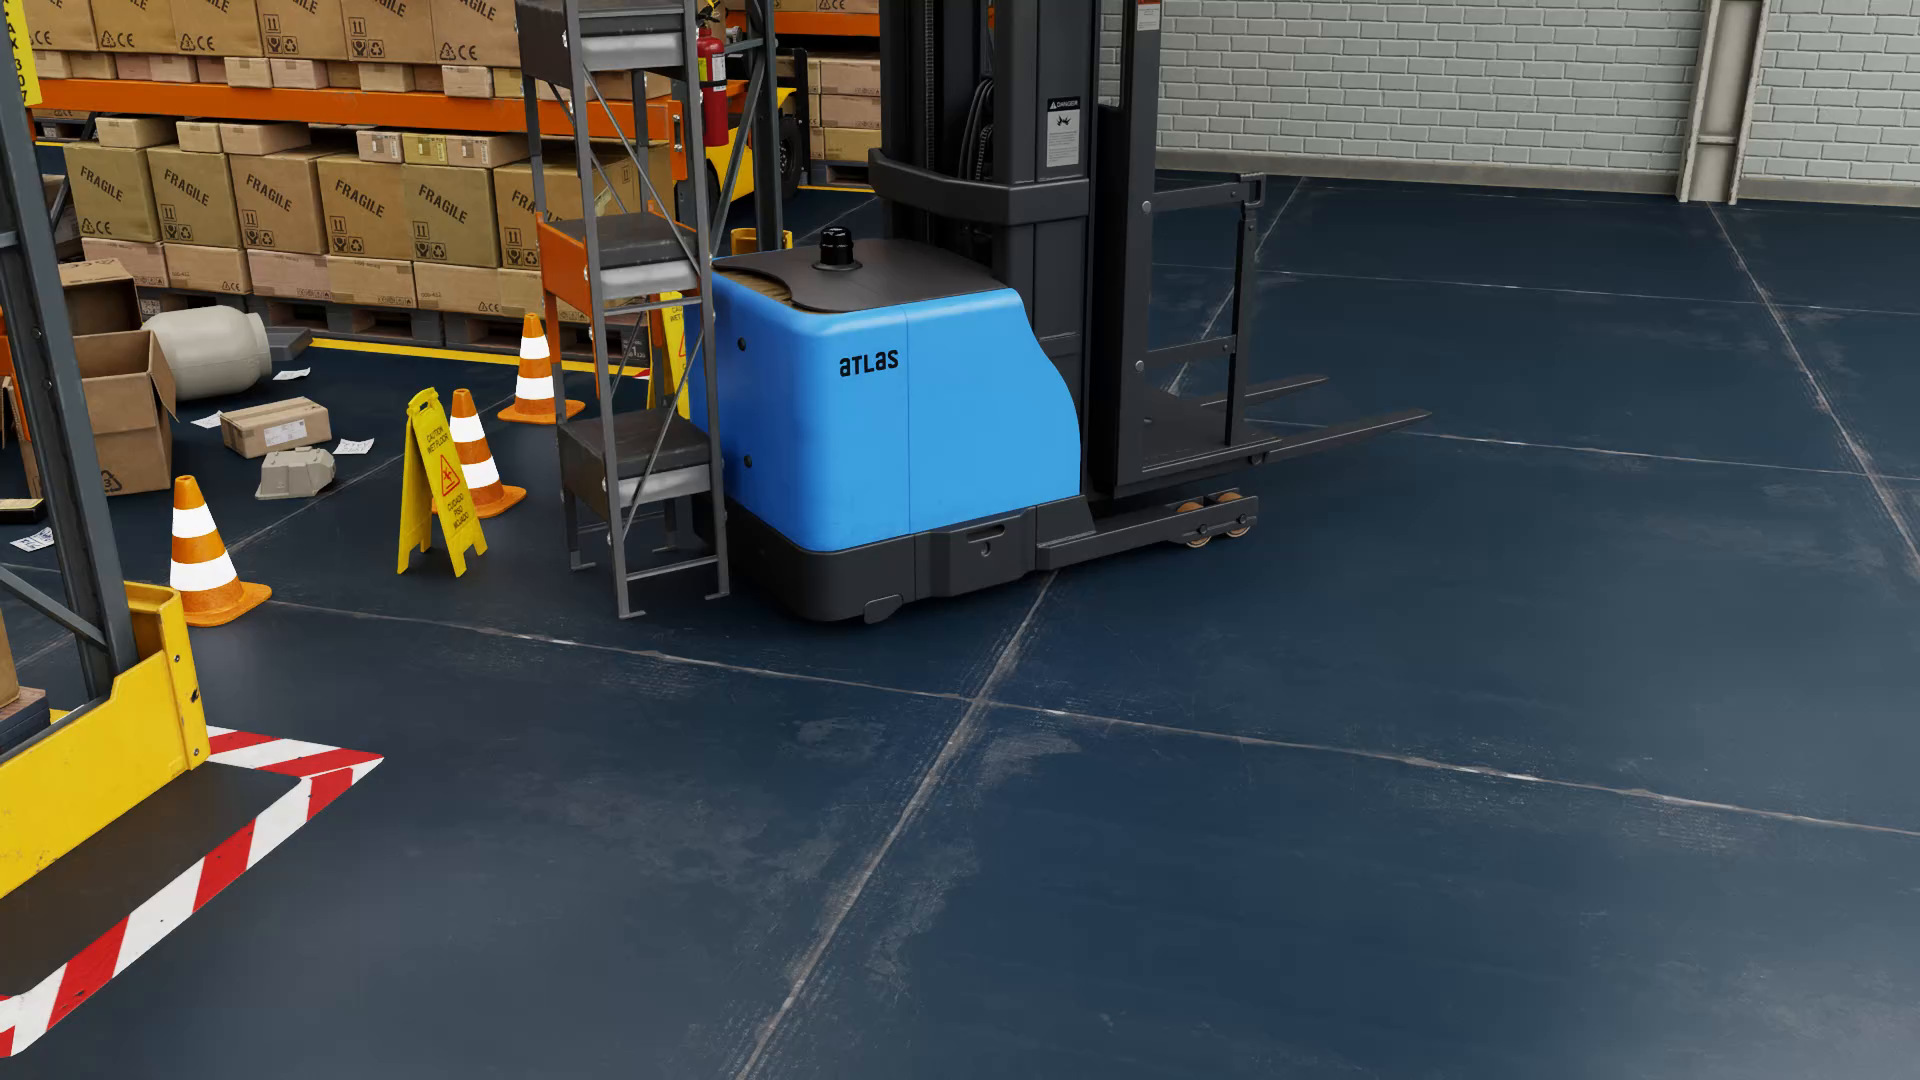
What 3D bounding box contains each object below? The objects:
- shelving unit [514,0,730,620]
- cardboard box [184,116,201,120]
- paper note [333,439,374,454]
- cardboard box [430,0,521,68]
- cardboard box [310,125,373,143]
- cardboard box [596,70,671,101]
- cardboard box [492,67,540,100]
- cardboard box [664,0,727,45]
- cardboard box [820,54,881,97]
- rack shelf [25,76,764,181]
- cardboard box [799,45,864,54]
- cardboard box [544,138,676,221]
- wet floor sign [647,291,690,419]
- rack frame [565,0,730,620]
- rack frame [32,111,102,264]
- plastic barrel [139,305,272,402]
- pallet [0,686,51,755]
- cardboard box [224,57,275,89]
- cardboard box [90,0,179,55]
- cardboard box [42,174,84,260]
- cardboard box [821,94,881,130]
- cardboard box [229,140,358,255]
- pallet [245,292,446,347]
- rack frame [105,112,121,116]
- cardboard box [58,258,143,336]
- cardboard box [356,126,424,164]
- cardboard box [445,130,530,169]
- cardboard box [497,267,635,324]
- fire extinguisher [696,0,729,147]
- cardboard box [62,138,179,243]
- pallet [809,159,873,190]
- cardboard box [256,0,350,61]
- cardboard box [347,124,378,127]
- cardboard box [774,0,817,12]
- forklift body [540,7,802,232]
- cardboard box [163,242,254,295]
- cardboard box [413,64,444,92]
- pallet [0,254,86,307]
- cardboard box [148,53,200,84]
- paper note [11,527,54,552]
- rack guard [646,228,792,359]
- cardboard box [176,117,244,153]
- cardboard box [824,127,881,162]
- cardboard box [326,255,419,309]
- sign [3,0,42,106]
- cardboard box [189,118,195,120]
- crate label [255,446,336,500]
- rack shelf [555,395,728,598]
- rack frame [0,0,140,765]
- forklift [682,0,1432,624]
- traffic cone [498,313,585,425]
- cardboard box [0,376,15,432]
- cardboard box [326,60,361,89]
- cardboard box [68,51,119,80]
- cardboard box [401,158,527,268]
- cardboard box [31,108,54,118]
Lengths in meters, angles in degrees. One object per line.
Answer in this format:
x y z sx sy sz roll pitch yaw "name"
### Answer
-1.106 -0.822 5.505 0.431 2.100 0.503 -13 26 -29 "shelving unit"
-6.791 -4.106 14.903 0.625 0.625 0.875 7 23 17 "cardboard box"
-2.636 -0.410 7.228 0.142 0.019 0.148 -1 22 -3 "paper note"
-2.233 -2.603 8.139 0.500 0.500 0.500 7 23 16 "cardboard box"
-3.365 -2.032 9.354 0.500 0.500 0.500 8 24 18 "cardboard box"
-1.575 -2.250 8.133 0.250 0.149 0.380 7 23 17 "cardboard box"
-2.089 -2.273 8.190 0.250 0.149 0.380 6 23 15 "cardboard box"
-1.529 -2.739 8.472 0.500 0.500 0.500 6 23 15 "cardboard box"
-0.747 -3.582 12.803 0.500 0.250 0.500 7 23 16 "cardboard box"
-3.070 -2.289 8.846 4.000 0.370 1.077 7 23 16 "rack shelf"
-1.086 -3.825 13.395 0.500 0.250 0.500 6 23 15 "cardboard box"
-1.871 -1.863 8.941 0.500 0.500 0.500 6 23 14 "cardboard box"
-1.283 -0.904 7.623 0.232 0.644 0.267 16 27 34 "wet floor sign"
-0.980 -0.743 5.311 0.400 2.100 0.015 -13 26 -29 "rack frame"
-4.985 -2.841 9.244 0.127 3.000 1.000 7 23 16 "rack frame"
-3.570 -0.887 7.875 0.512 0.421 0.421 -14 26 -30 "plastic barrel"
-3.277 0.638 4.437 1.213 0.211 1.003 7 23 15 "pallet"
-3.554 -2.430 8.573 0.250 0.149 0.380 7 23 16 "cardboard box"
-4.157 -2.829 8.691 0.500 0.500 0.500 6 23 15 "cardboard box"
-5.488 -1.876 9.801 0.625 0.372 0.950 7 23 16 "cardboard box"
-0.759 -3.359 12.917 0.500 0.250 0.500 6 23 15 "cardboard box"
-3.486 -1.836 8.874 0.500 0.500 0.500 8 24 18 "cardboard box"
-3.160 -1.357 9.301 1.213 0.211 1.003 7 23 16 "pallet"
-7.384 -5.084 14.711 0.127 3.000 1.000 7 23 16 "rack frame"
-4.352 -1.074 8.227 0.500 0.500 0.500 -14 26 -30 "cardboard box"
-2.860 -2.039 8.516 0.250 0.149 0.380 8 23 18 "cardboard box"
-2.369 -1.981 8.374 0.250 0.149 0.380 7 23 17 "cardboard box"
-2.030 -1.318 8.601 0.500 0.250 0.500 6 23 15 "cardboard box"
-1.179 -2.187 7.751 0.183 0.674 0.296 7 23 16 "fire extinguisher"
-4.498 -1.948 9.147 0.500 0.500 0.500 8 24 18 "cardboard box"
-0.470 -2.985 13.269 1.213 0.211 1.003 7 23 16 "pallet"
-3.191 -2.721 8.428 0.500 0.500 0.500 7 23 16 "cardboard box"
-4.798 -3.882 14.356 0.625 0.625 0.875 6 23 15 "cardboard box"
-1.257 -4.328 12.736 0.500 0.500 0.500 6 23 14 "cardboard box"
-2.068 -3.359 11.625 1.214 2.155 2.313 7 23 16 "forklift body"
-3.984 -1.546 9.157 0.500 0.250 0.500 8 24 19 "cardboard box"
-2.549 -2.370 8.425 0.250 0.149 0.380 7 23 16 "cardboard box"
-5.731 -1.636 9.980 1.213 0.211 1.003 7 23 16 "pallet"
-4.030 -2.507 8.761 0.250 0.149 0.380 7 23 17 "cardboard box"
-3.460 -0.003 6.239 0.142 0.017 0.144 16 27 34 "paper note"
-1.228 -1.255 8.670 0.348 0.500 1.175 7 23 16 "rack guard"
-3.903 -2.157 8.802 0.250 0.149 0.380 7 23 18 "cardboard box"
-0.740 -3.123 13.002 0.500 0.250 0.500 7 23 15 "cardboard box"
-3.003 -1.431 8.875 0.500 0.250 0.500 6 23 14 "cardboard box"
-2.323 -1.231 4.074 0.005 0.325 0.100 7 23 16 "sign"
-4.341 -2.143 9.624 0.500 0.500 0.500 6 23 15 "cardboard box"
-2.706 -0.280 6.772 0.298 0.136 0.250 -5 23 -12 "crate label"
-1.105 -0.161 5.775 0.431 0.518 0.480 -13 26 -29 "rack shelf"
-2.489 -0.593 3.764 0.127 3.000 1.000 7 23 16 "rack frame"
0.529 -1.483 6.023 3.031 2.935 1.130 -14 26 -30 "forklift"
-1.940 -0.808 7.629 0.334 0.463 0.336 7 23 16 "traffic cone"
-4.466 -0.683 7.093 0.503 0.637 0.797 7 23 16 "cardboard box"
-3.033 -2.424 8.559 0.250 0.149 0.380 7 23 16 "cardboard box"
-4.519 -2.565 8.902 0.250 0.149 0.380 7 23 17 "cardboard box"
-2.499 -1.721 8.595 0.500 0.500 0.500 7 23 17 "cardboard box"
-8.327 -4.148 15.171 0.500 0.500 0.500 6 23 15 "cardboard box"
